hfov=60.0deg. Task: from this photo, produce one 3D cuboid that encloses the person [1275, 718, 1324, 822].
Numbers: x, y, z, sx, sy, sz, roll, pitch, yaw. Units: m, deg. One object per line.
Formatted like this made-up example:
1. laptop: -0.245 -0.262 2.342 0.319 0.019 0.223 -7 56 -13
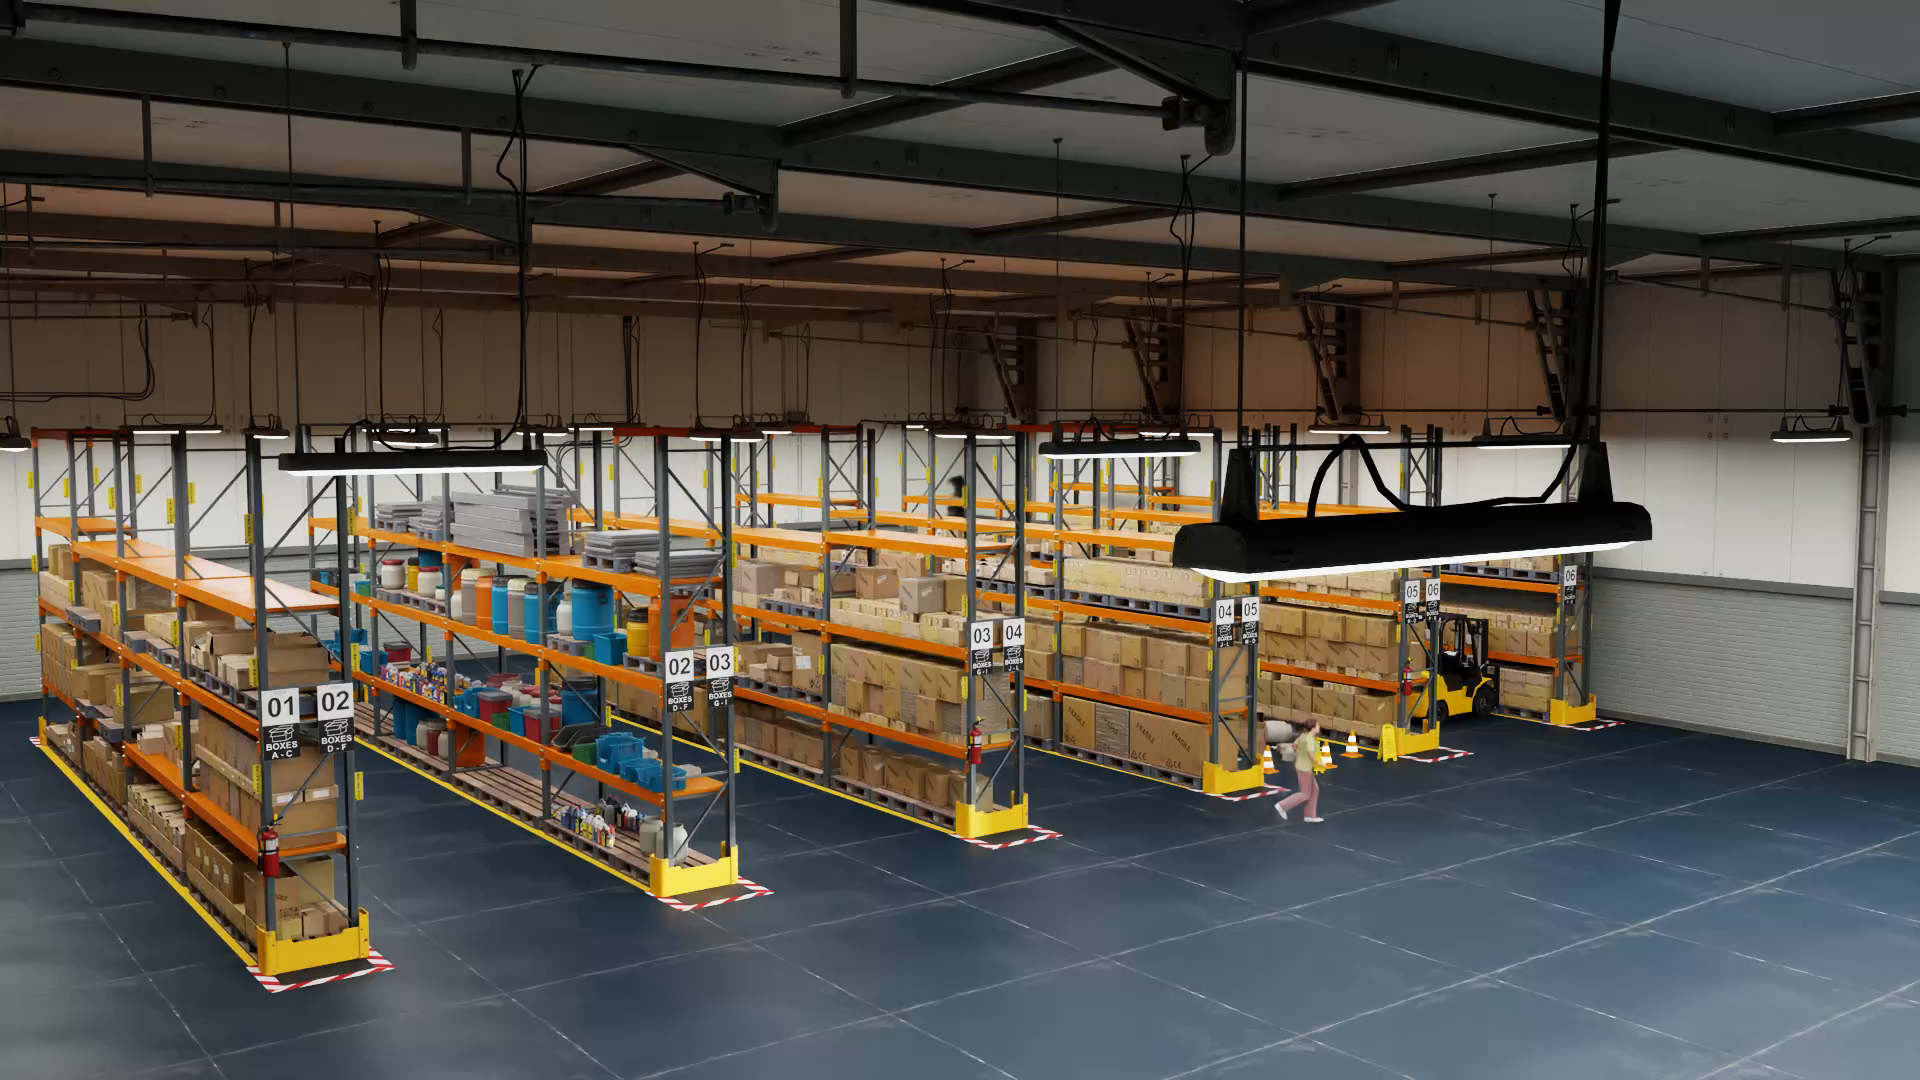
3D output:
1. person: 5.192 3.531 25.438 0.775 1.622 0.580 0 4 -3
